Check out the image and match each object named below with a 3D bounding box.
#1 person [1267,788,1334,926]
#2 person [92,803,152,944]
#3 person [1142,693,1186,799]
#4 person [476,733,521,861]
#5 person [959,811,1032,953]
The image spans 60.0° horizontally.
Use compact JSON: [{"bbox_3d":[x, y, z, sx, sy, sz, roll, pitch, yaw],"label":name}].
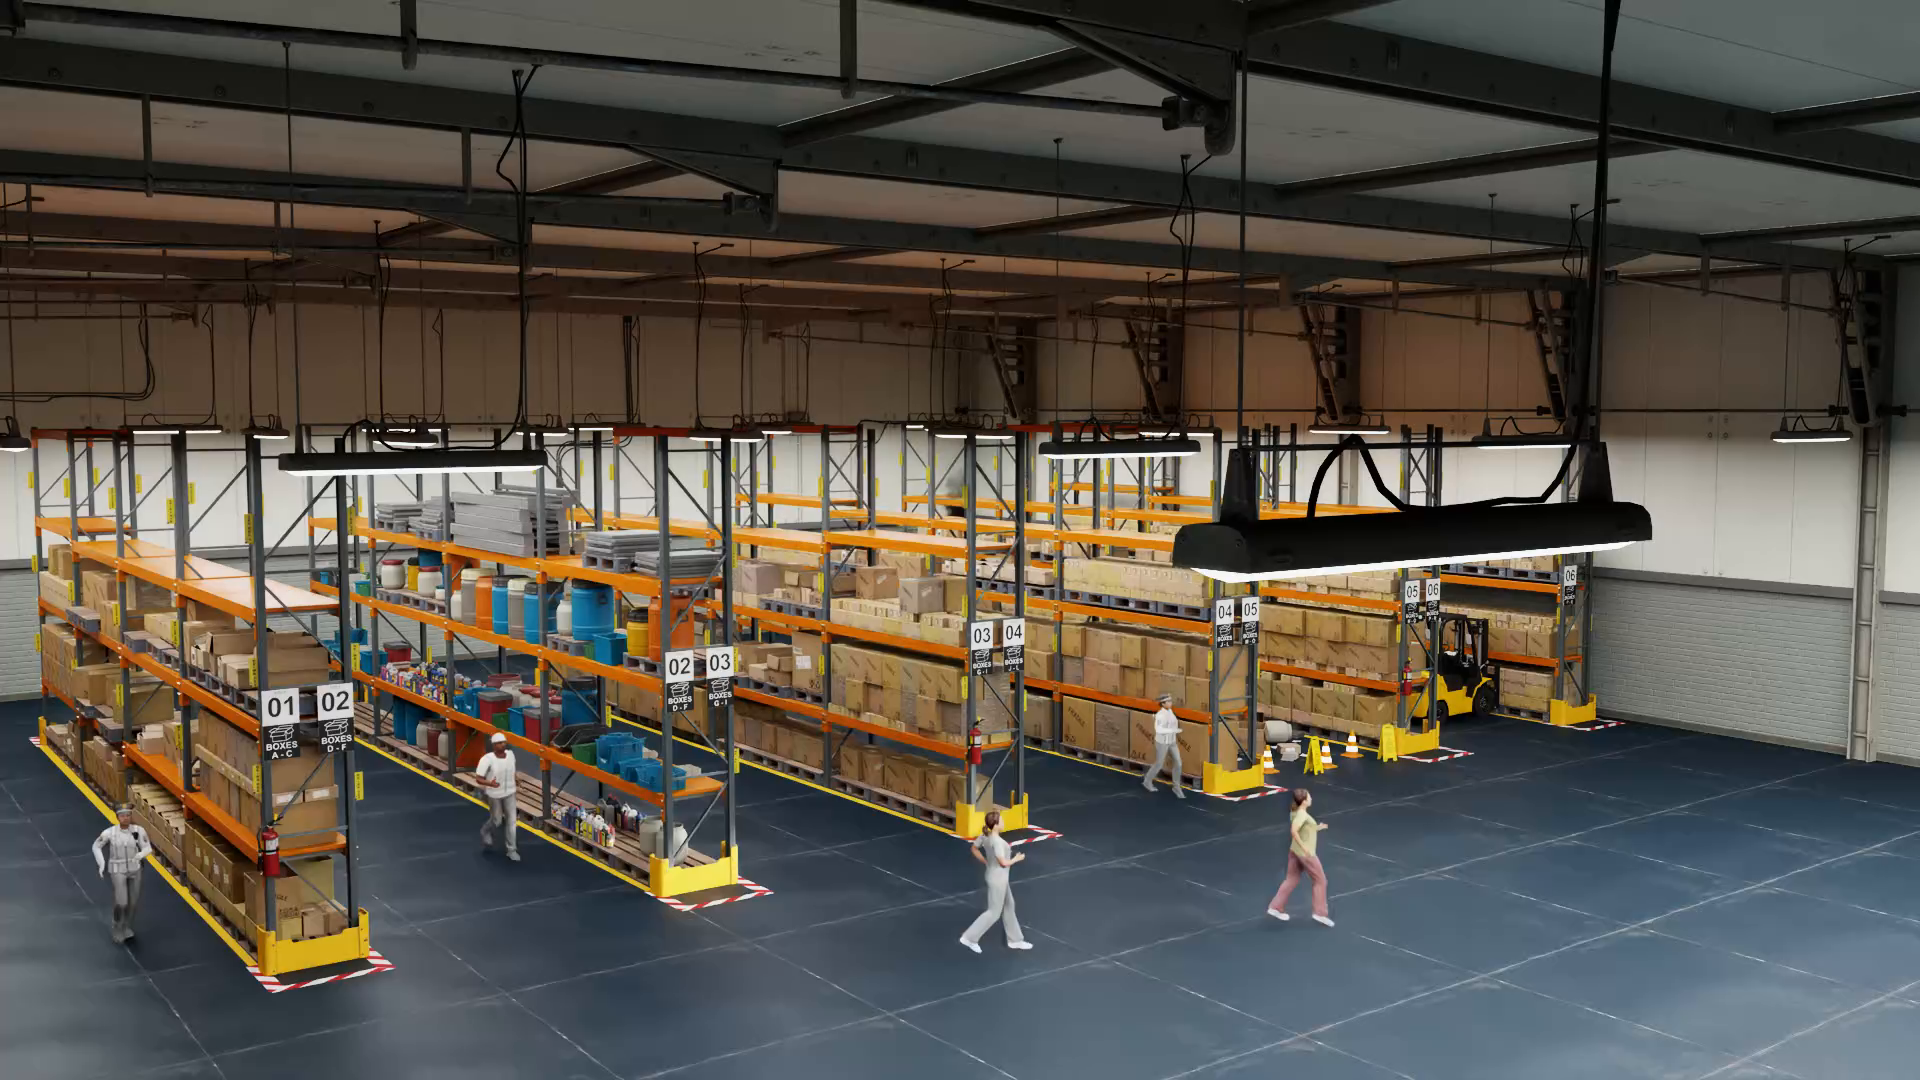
[{"bbox_3d":[4.173,3.885,20.352,0.830,1.715,0.552,-1,5,-15],"label":"person"},{"bbox_3d":[-9.870,3.939,19.672,0.592,1.671,0.634,-4,6,-39],"label":"person"},{"bbox_3d":[3.337,3.355,27.195,0.777,1.753,0.598,4,6,42],"label":"person"},{"bbox_3d":[-6.495,3.597,23.494,0.700,1.762,0.956,-4,6,-42],"label":"person"},{"bbox_3d":[0.421,3.952,19.226,0.908,1.664,0.570,-1,5,-16],"label":"person"}]
